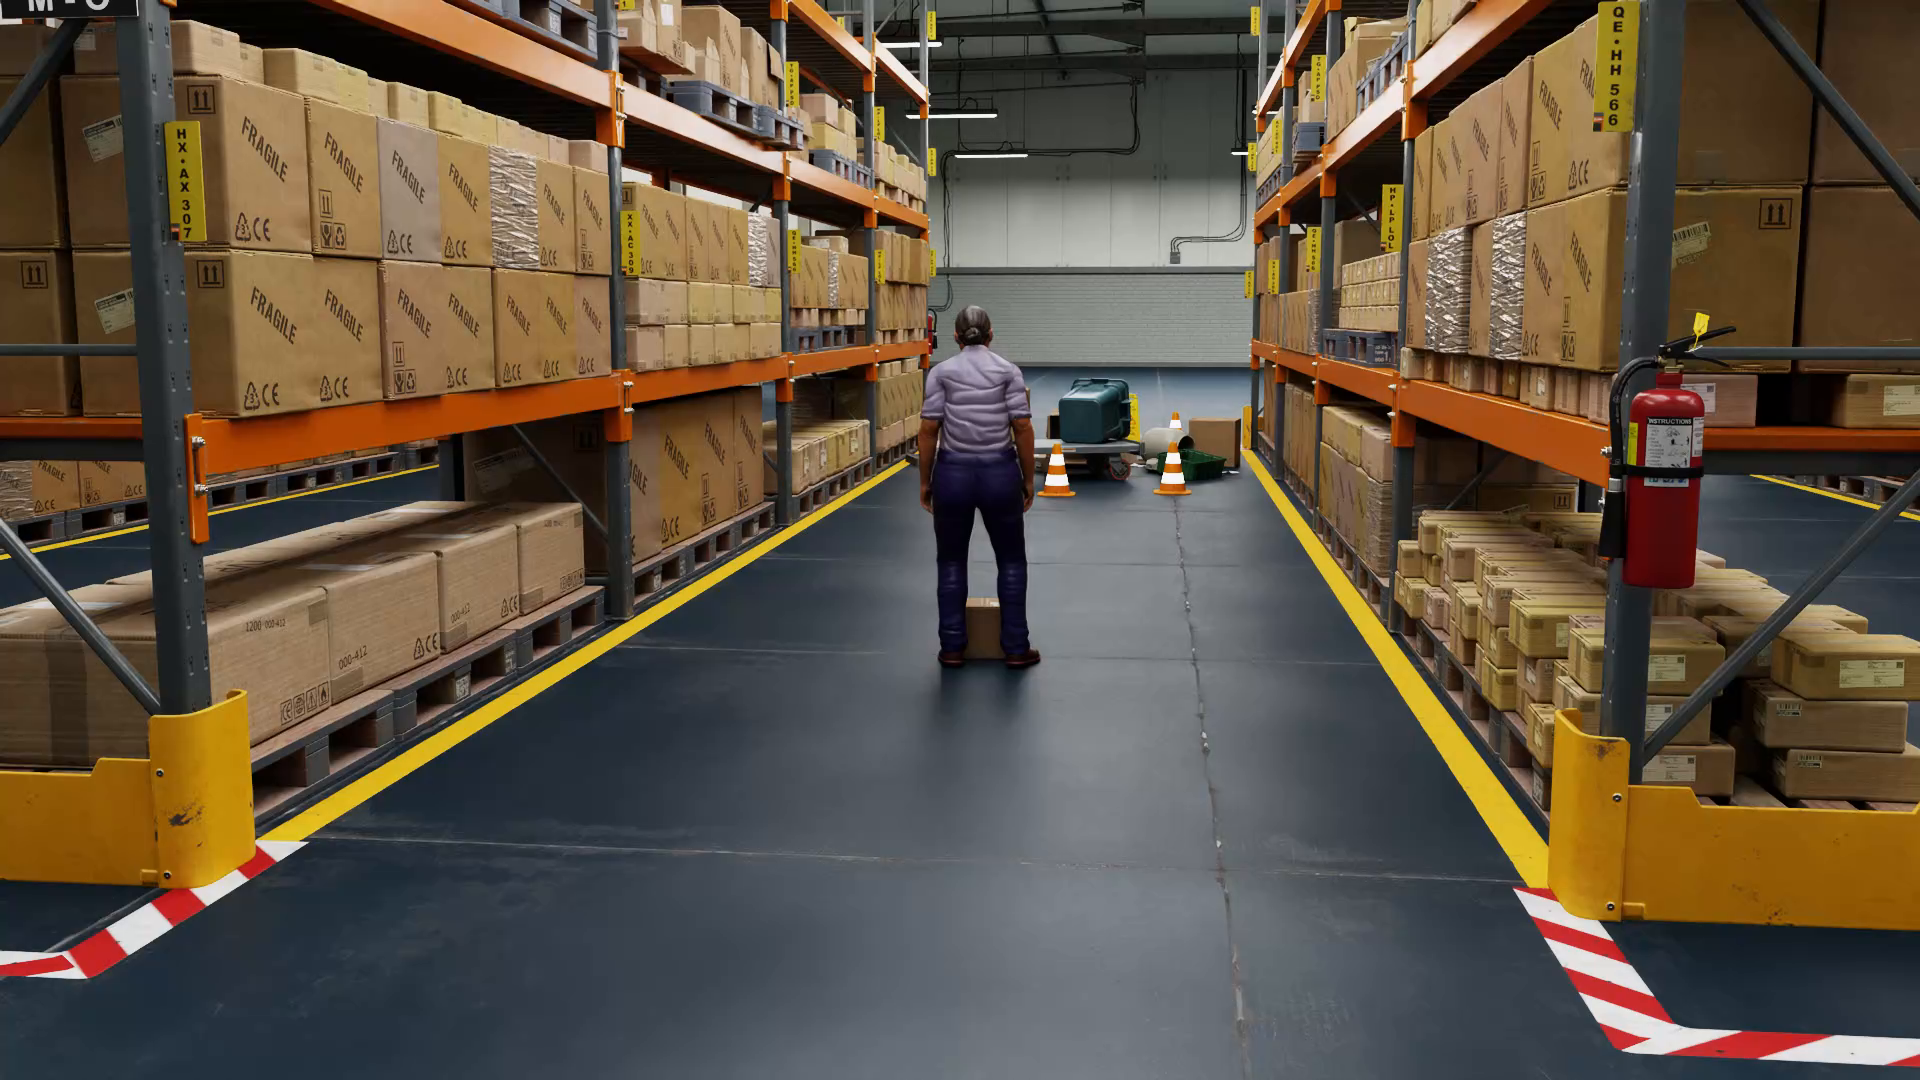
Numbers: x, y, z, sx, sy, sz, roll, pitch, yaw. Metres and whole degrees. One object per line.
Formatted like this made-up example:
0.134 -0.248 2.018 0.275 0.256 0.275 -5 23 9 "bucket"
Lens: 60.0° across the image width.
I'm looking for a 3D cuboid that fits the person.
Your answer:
0.092 -0.235 7.617 0.564 1.638 0.372 0 8 3 "person"
